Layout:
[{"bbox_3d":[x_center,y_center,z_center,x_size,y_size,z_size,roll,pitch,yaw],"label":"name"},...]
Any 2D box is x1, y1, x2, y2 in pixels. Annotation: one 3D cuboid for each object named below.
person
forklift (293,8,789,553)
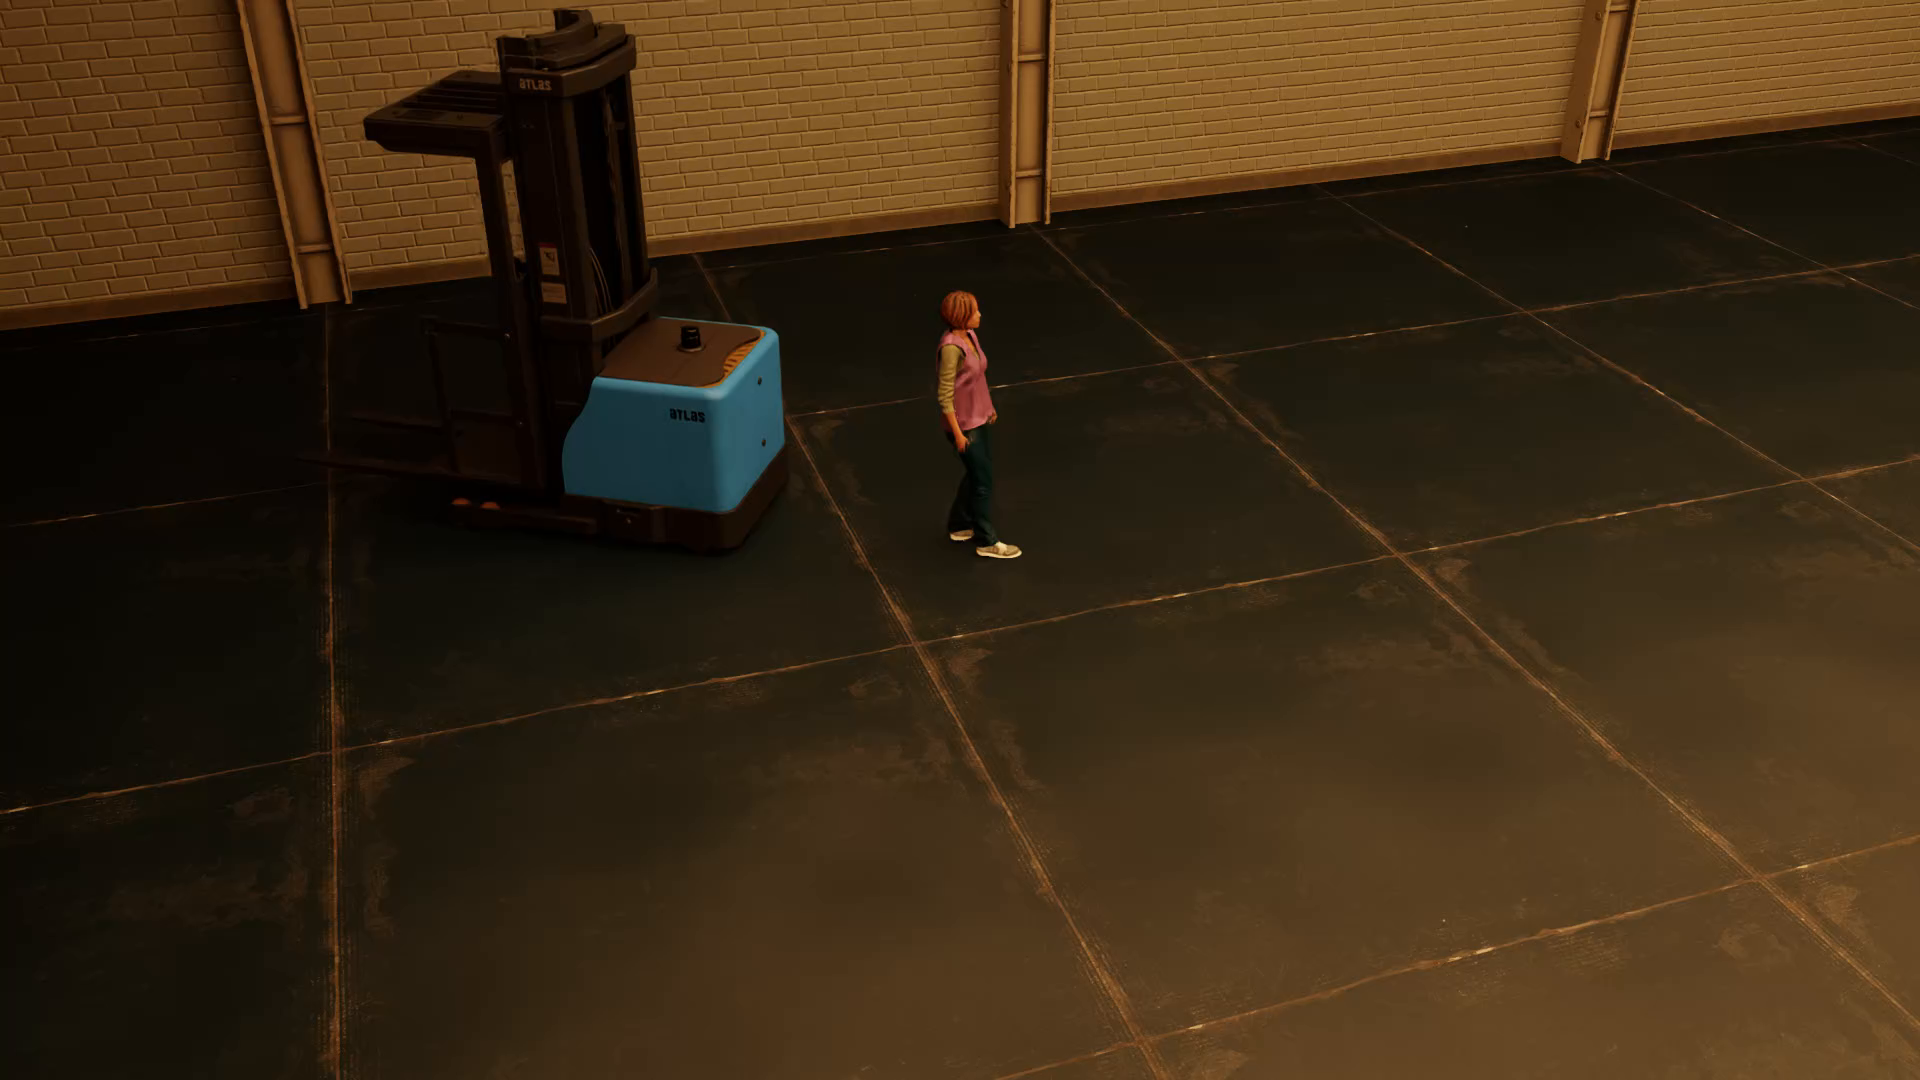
[{"bbox_3d":[0.137,-0.668,9.607,0.534,1.590,0.516,9,31,15],"label":"person"},{"bbox_3d":[-2.662,-1.581,9.835,3.031,2.935,1.130,7,31,12],"label":"forklift"}]
